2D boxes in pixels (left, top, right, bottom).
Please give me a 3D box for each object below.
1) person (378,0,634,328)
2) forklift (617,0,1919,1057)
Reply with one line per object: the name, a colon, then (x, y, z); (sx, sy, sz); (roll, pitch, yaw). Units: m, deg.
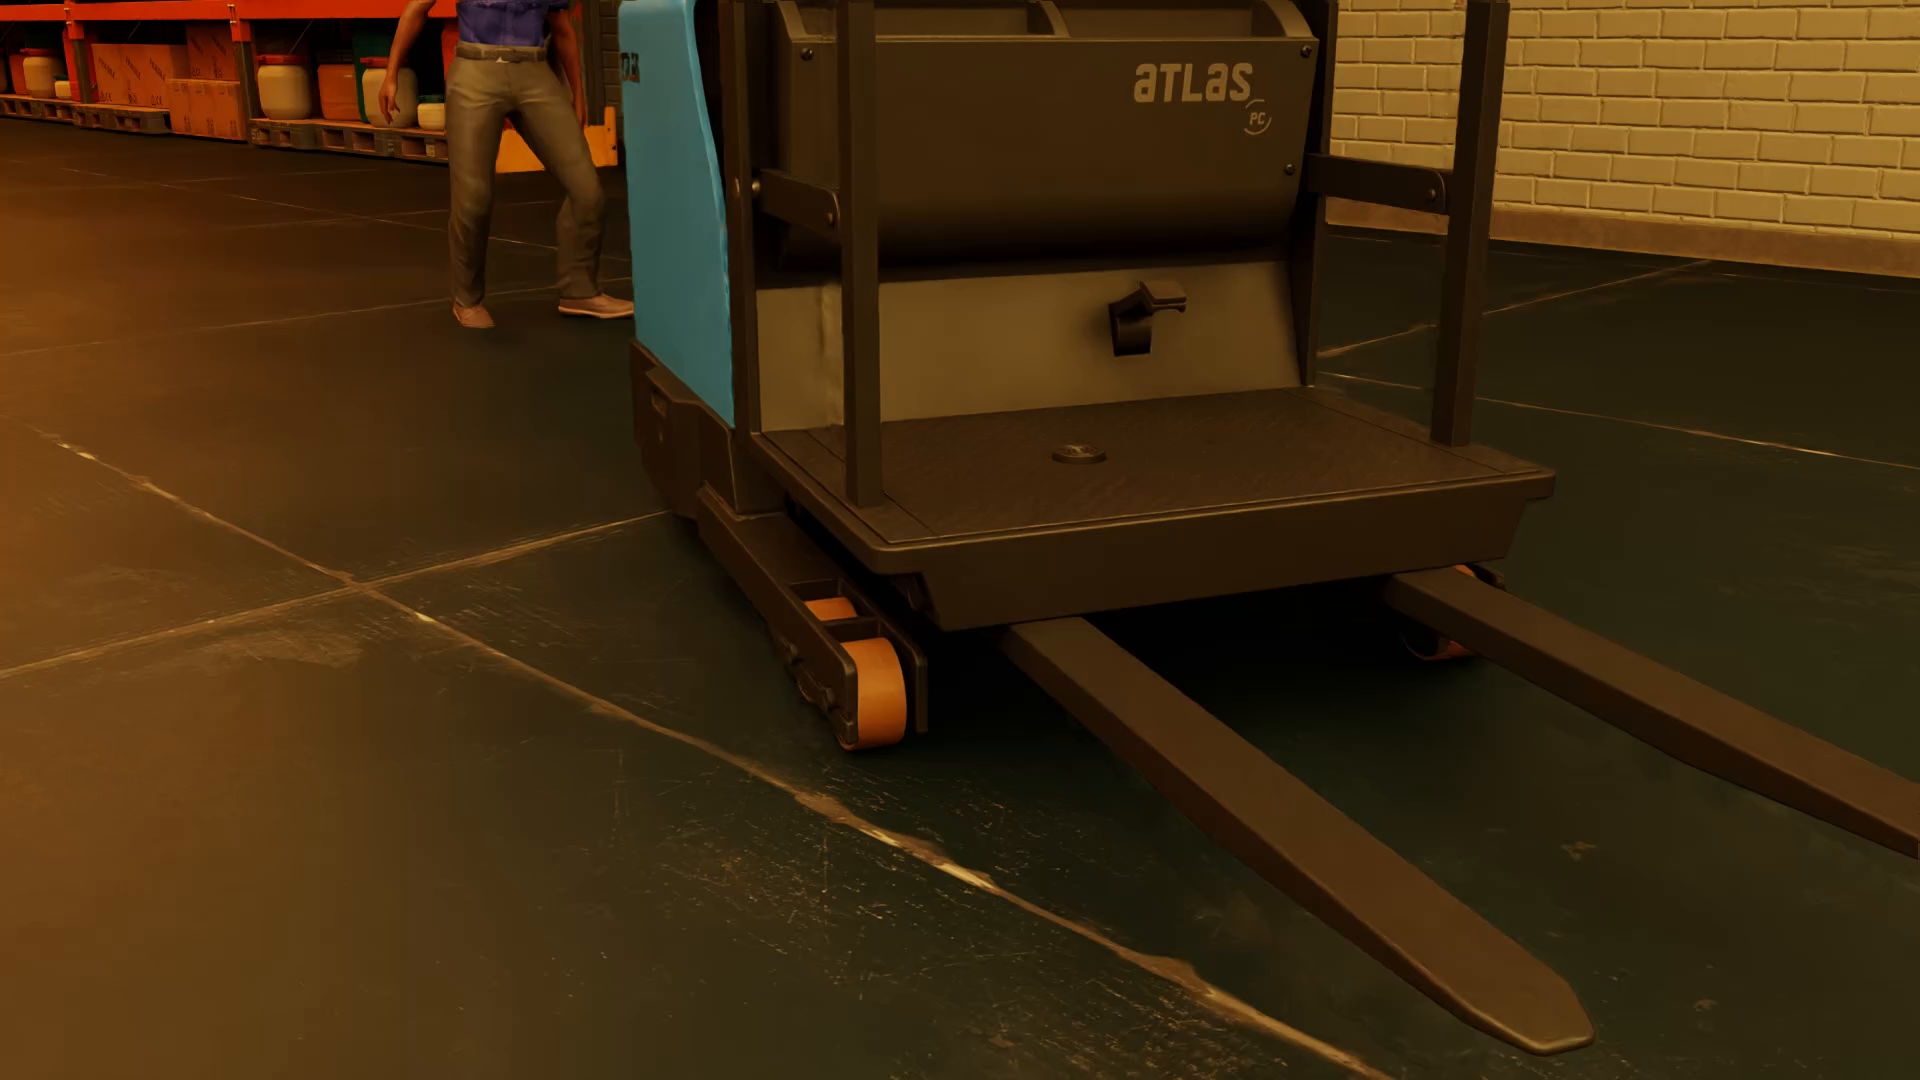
person: (-1.561, -1.518, 5.683); (0.813, 1.636, 0.426); (-9, 19, -27)
forklift: (0.231, -1.233, 2.418); (1.130, 2.935, 3.031); (-6, 18, -20)
